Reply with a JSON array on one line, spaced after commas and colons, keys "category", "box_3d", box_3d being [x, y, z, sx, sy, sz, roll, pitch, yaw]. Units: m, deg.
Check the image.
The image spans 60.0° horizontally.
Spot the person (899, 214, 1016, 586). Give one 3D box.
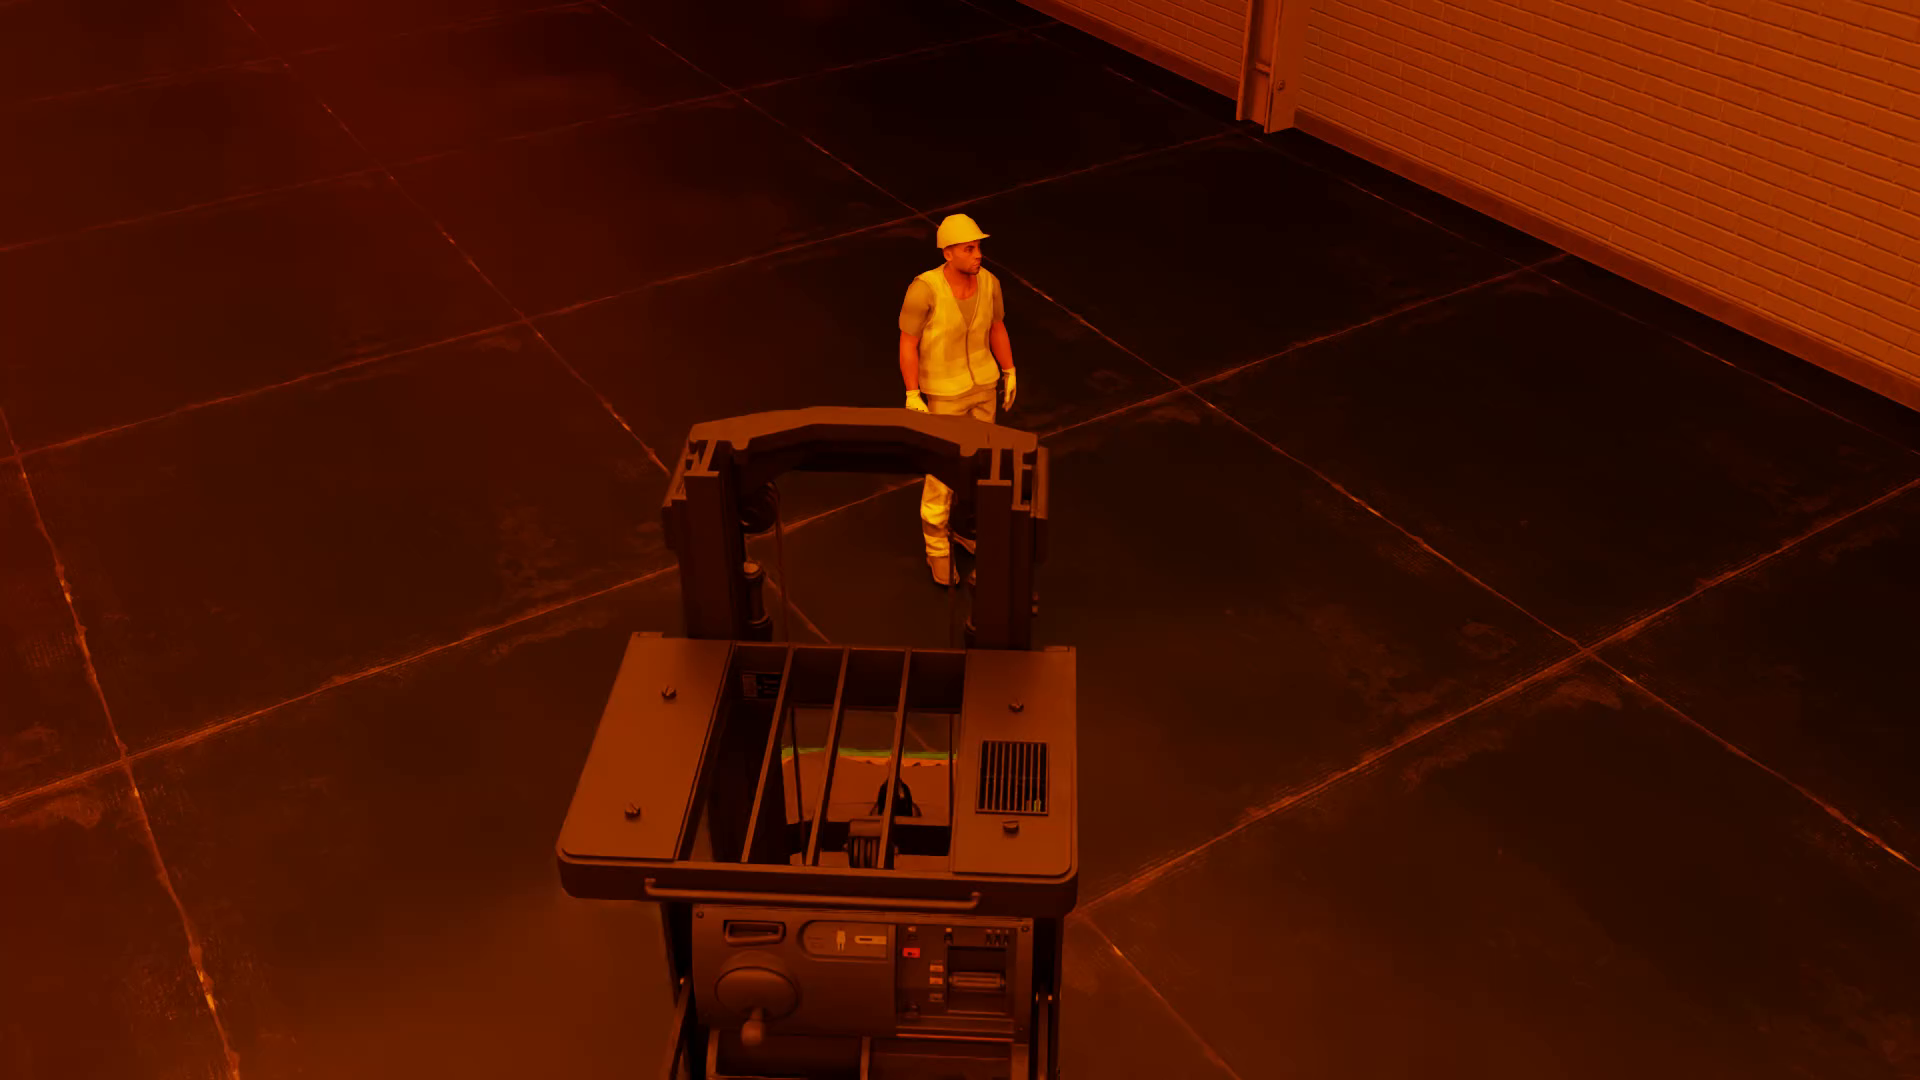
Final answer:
[{"category": "person", "box_3d": [0.035, -0.695, 8.119, 0.638, 1.789, 0.562, -21, 40, -27]}]

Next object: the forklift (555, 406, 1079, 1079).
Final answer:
[{"category": "forklift", "box_3d": [-0.276, 1.254, 4.363, 1.130, 2.935, 3.031, 2, 35, 3]}]
